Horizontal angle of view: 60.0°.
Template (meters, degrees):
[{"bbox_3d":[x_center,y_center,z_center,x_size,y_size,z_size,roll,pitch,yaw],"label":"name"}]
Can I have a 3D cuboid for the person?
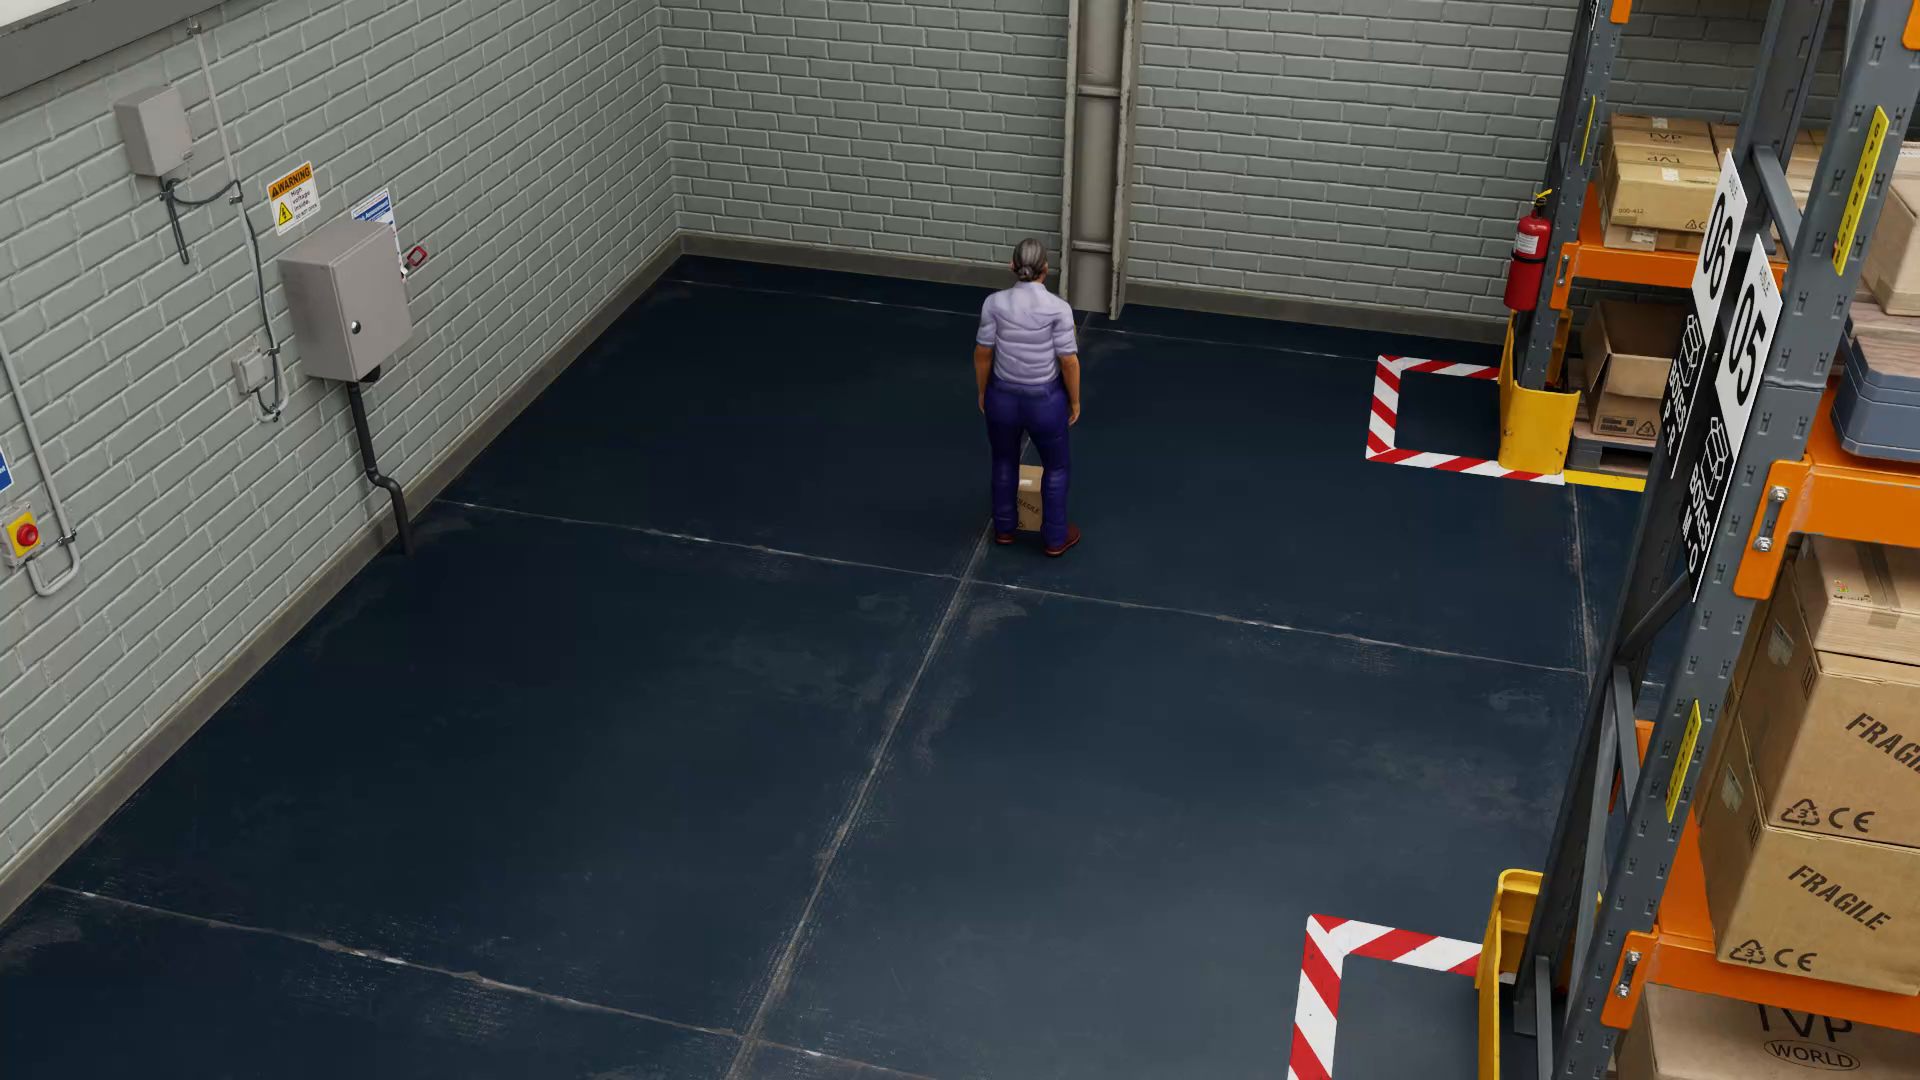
[{"bbox_3d":[0.343,-0.692,8.210,0.540,1.652,0.413,8,34,12],"label":"person"}]
